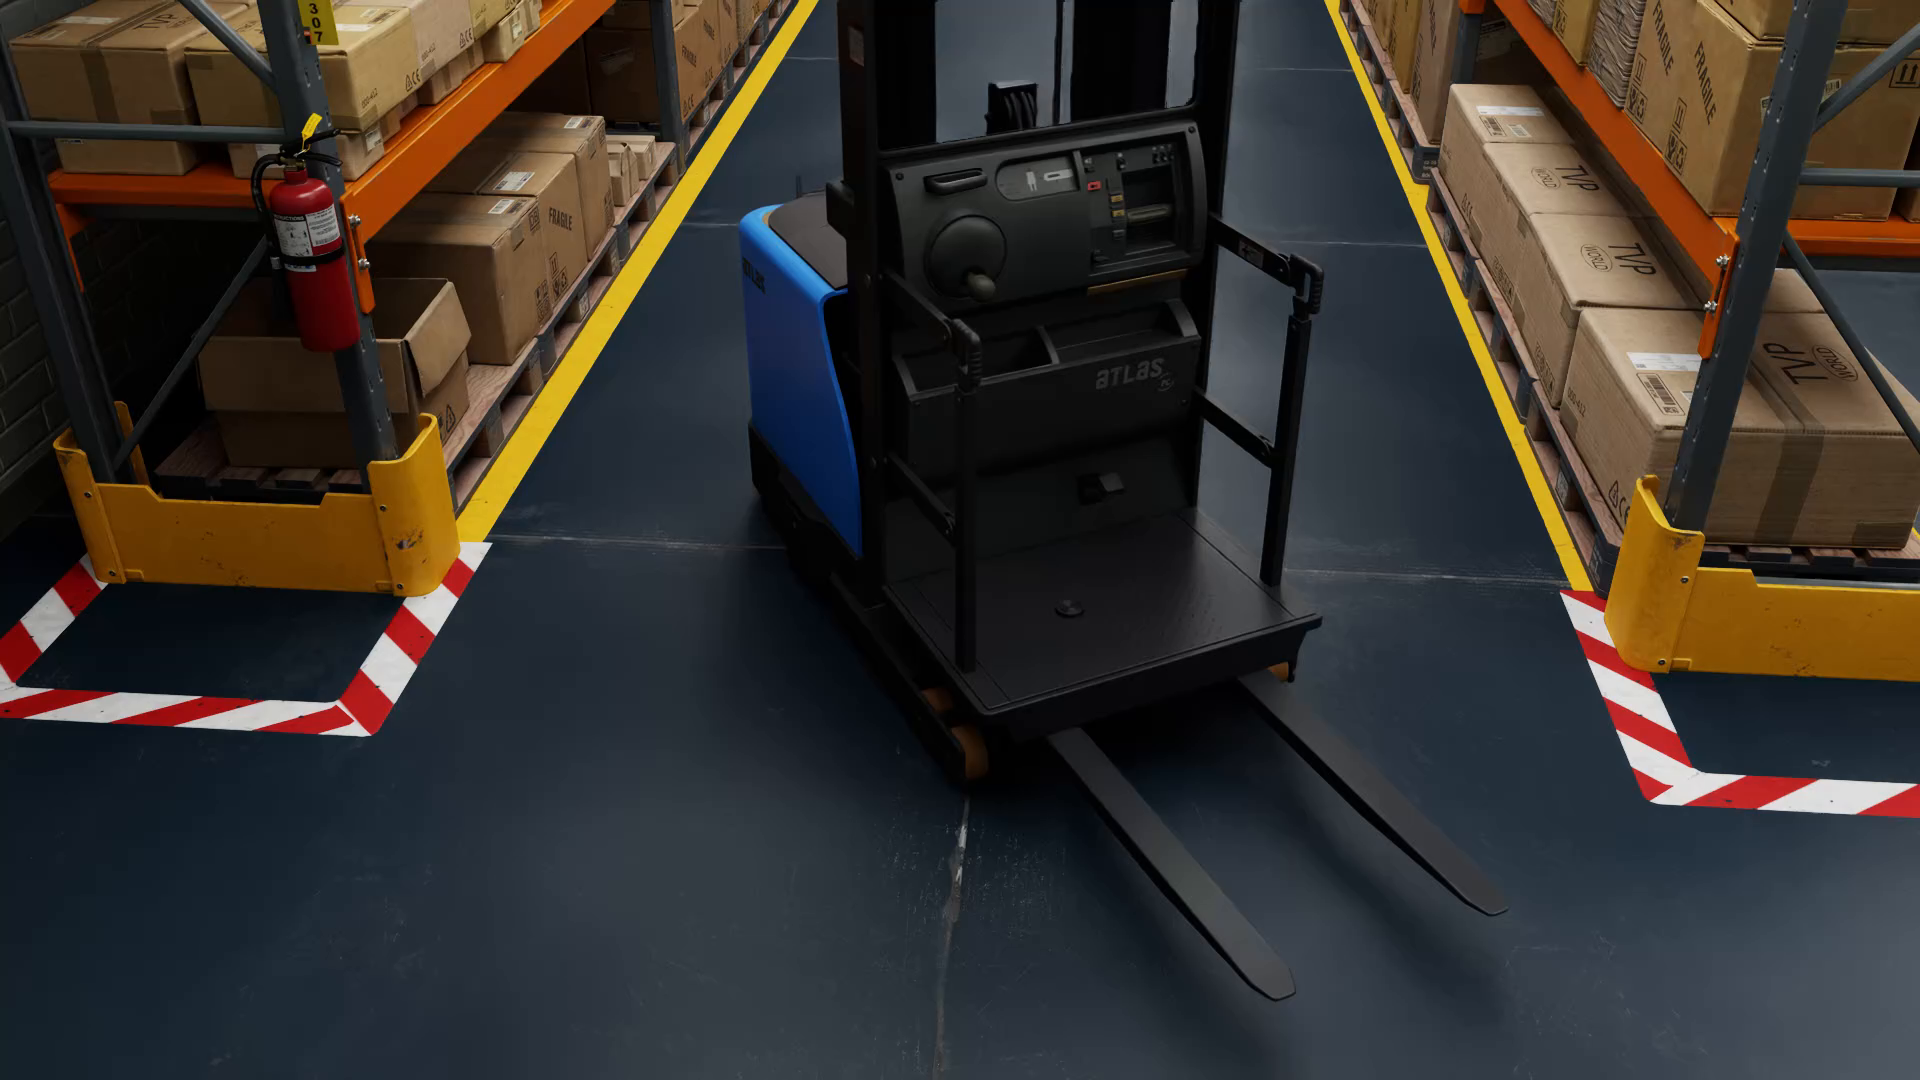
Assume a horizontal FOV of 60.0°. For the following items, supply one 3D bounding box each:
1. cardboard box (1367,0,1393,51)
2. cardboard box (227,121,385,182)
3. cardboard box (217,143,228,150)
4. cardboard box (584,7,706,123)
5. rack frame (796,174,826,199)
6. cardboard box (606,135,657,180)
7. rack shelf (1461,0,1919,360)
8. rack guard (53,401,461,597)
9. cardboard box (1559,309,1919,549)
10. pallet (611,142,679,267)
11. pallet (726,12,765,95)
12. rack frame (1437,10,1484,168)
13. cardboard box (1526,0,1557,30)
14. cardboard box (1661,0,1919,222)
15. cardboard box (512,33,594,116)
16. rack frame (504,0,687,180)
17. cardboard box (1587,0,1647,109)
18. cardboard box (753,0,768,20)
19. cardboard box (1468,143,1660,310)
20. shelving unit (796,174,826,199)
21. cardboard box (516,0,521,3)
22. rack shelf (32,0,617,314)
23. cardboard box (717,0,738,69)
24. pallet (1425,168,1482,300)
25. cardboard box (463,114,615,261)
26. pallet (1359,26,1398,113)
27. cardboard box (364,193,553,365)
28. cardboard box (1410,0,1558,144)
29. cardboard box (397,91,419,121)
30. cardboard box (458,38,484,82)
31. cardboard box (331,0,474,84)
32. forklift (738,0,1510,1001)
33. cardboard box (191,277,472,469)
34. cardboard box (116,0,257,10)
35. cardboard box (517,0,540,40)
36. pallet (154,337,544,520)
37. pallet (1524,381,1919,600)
[{"bbox_3d":[3.077,-3.586,10.335,0.875,0.875,0.875,3,32,5],"label":"cardboard box"},{"bbox_3d":[-2.006,-1.216,5.103,0.380,0.149,0.250,2,32,4],"label":"cardboard box"},{"bbox_3d":[-2.464,-1.370,5.354,0.380,0.149,0.250,3,32,5],"label":"cardboard box"},{"bbox_3d":[-1.716,-2.612,9.112,0.500,0.500,0.500,4,32,6],"label":"cardboard box"},{"bbox_3d":[-0.484,-0.852,6.132,0.200,1.050,0.008,-14,34,-21],"label":"rack frame"},{"bbox_3d":[-1.733,-1.915,8.316,0.380,0.149,0.250,2,32,2],"label":"cardboard box"},{"bbox_3d":[2.805,-1.692,6.322,1.077,0.370,4.000,2,32,4],"label":"rack shelf"},{"bbox_3d":[-2.300,-0.138,5.498,1.175,0.500,0.348,2,32,4],"label":"rack guard"},{"bbox_3d":[2.596,-0.390,5.565,0.875,0.438,0.875,1,32,2],"label":"cardboard box"},{"bbox_3d":[-2.037,-1.708,8.320,1.003,0.211,1.213,2,32,4],"label":"pallet"},{"bbox_3d":[-1.855,-3.134,10.634,1.003,0.211,1.213,2,32,4],"label":"pallet"},{"bbox_3d":[2.967,-3.044,7.830,1.000,3.000,0.127,2,32,4],"label":"rack frame"},{"bbox_3d":[2.576,-2.330,6.576,0.500,0.500,0.500,3,32,4],"label":"cardboard box"},{"bbox_3d":[2.417,-1.259,4.838,0.500,0.500,0.500,3,32,4],"label":"cardboard box"},{"bbox_3d":[-2.235,-2.638,9.154,0.500,0.500,0.500,2,32,4],"label":"cardboard box"},{"bbox_3d":[-1.980,-3.254,8.171,1.000,3.000,0.127,2,32,4],"label":"rack frame"},{"bbox_3d":[2.505,-1.790,5.700,0.500,0.500,0.500,3,32,5],"label":"cardboard box"},{"bbox_3d":[-1.566,-3.695,10.869,0.500,0.500,0.500,4,32,6],"label":"cardboard box"},{"bbox_3d":[2.737,-1.340,7.108,0.875,0.438,0.875,2,32,3],"label":"cardboard box"},{"bbox_3d":[-0.432,-0.795,6.039,0.215,1.050,0.252,-14,34,-21],"label":"shelving unit"},{"bbox_3d":[-1.901,-2.248,6.399,0.500,0.250,0.500,2,32,3],"label":"cardboard box"},{"bbox_3d":[-2.143,-1.902,6.663,1.077,0.370,4.000,2,32,4],"label":"rack shelf"},{"bbox_3d":[-1.638,-3.152,9.988,0.500,0.500,0.500,2,32,3],"label":"cardboard box"},{"bbox_3d":[2.828,-1.463,7.922,1.003,0.211,1.213,2,32,4],"label":"pallet"},{"bbox_3d":[-1.969,-1.581,7.439,0.700,0.500,0.500,1,32,2],"label":"cardboard box"},{"bbox_3d":[3.052,-2.903,10.260,1.003,0.211,1.213,2,32,4],"label":"pallet"},{"bbox_3d":[-2.053,-1.038,6.558,0.700,0.500,0.500,4,32,6],"label":"cardboard box"},{"bbox_3d":[2.938,-2.646,8.809,0.875,0.875,0.875,3,32,6],"label":"cardboard box"},{"bbox_3d":[-2.044,-1.490,5.548,0.380,0.149,0.250,2,32,3],"label":"cardboard box"},{"bbox_3d":[-1.947,-1.758,5.984,0.380,0.149,0.250,3,32,5],"label":"cardboard box"},{"bbox_3d":[-1.959,-1.715,5.533,0.500,0.250,0.500,3,32,5],"label":"cardboard box"},{"bbox_3d":[0.345,-0.832,4.307,1.130,2.935,3.031,-14,34,-21],"label":"forklift"},{"bbox_3d":[-2.161,-0.594,5.835,0.797,0.503,0.637,1,32,2],"label":"cardboard box"},{"bbox_3d":[-2.490,-1.747,5.585,0.500,0.250,0.500,3,32,4],"label":"cardboard box"},{"bbox_3d":[-1.850,-2.026,6.418,0.380,0.149,0.250,3,32,5],"label":"cardboard box"},{"bbox_3d":[-2.236,-0.432,6.250,1.003,0.211,1.213,2,32,4],"label":"pallet"},{"bbox_3d":[2.629,-0.187,5.852,1.003,0.211,1.213,2,32,4],"label":"pallet"}]
